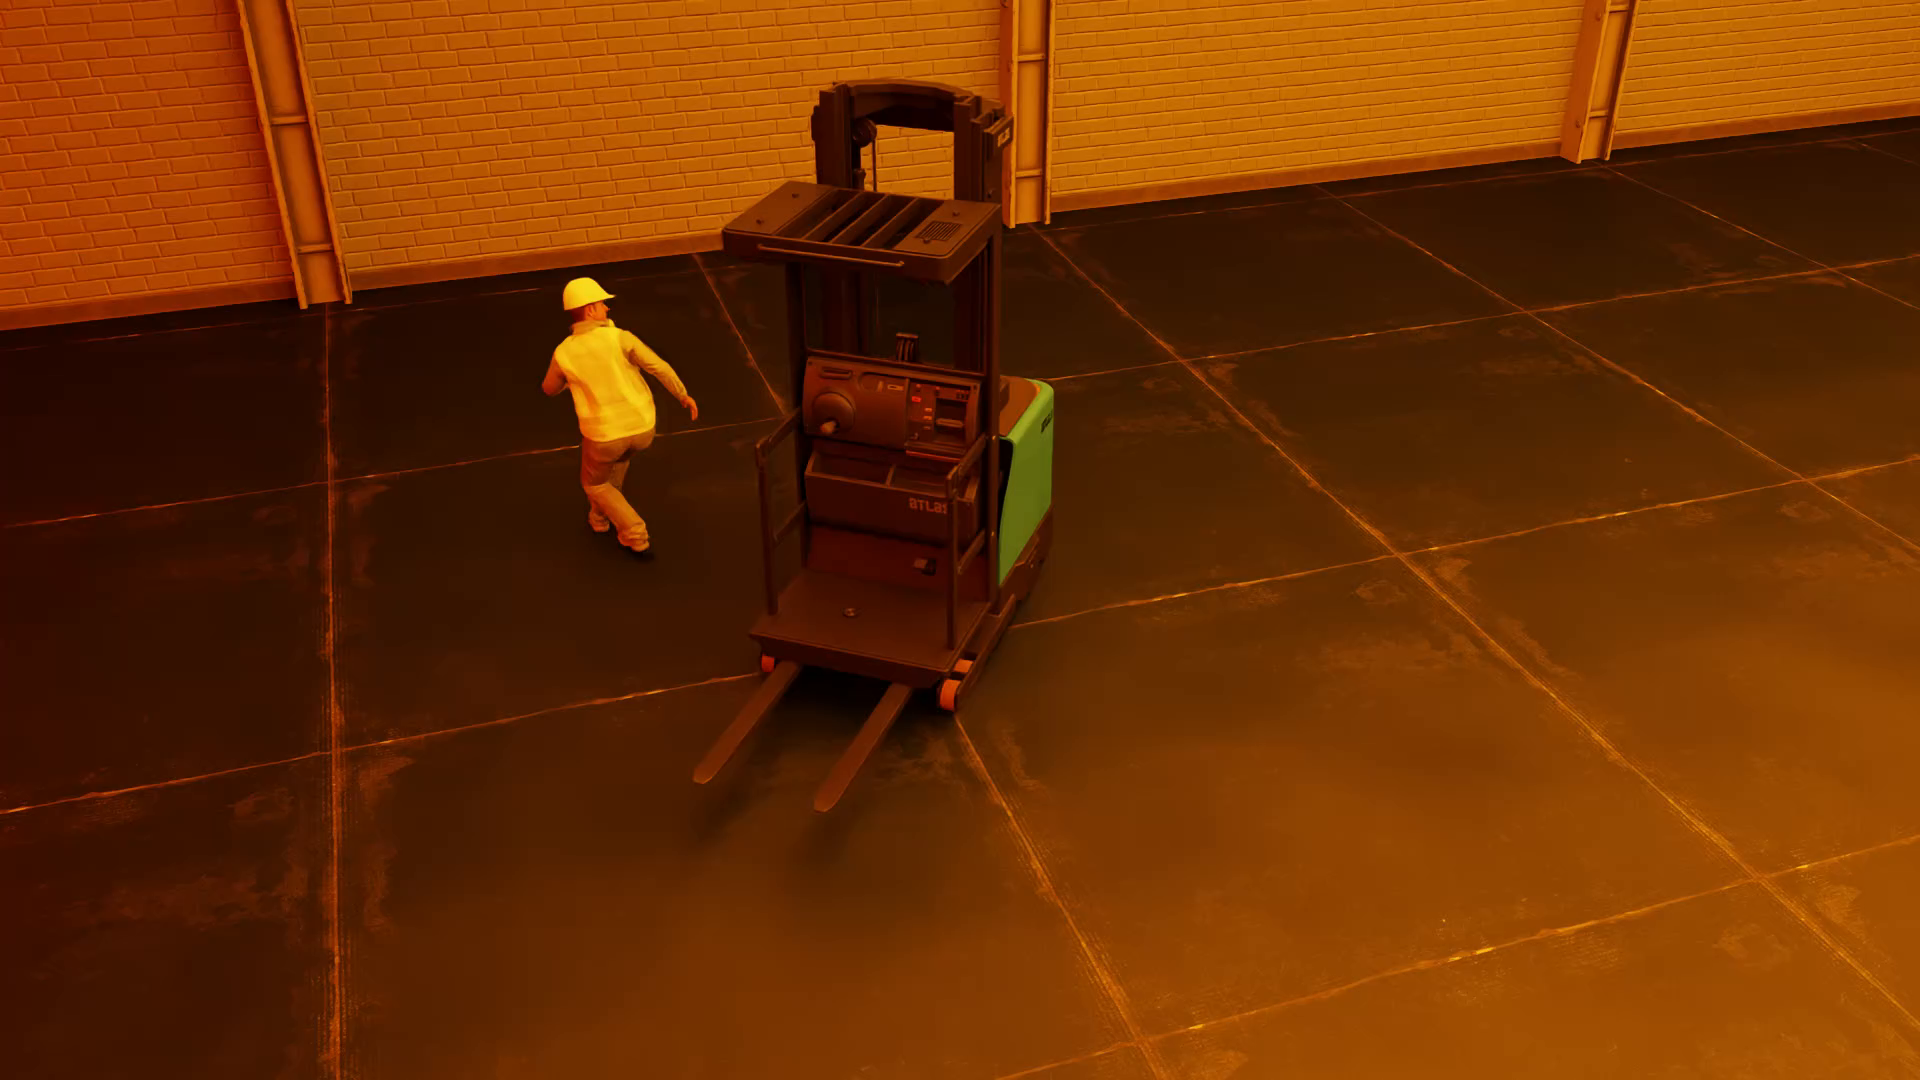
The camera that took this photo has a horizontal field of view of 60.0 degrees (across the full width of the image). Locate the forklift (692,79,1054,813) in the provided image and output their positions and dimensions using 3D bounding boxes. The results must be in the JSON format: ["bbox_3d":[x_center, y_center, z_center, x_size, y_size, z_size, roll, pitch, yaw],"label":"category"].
[{"bbox_3d":[-0.418,-0.623,8.170,1.130,2.935,3.031,10,31,17],"label":"forklift"}]

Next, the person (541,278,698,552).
[{"bbox_3d":[-1.995,-0.763,9.732,0.818,1.648,0.807,-13,32,-22],"label":"person"}]
